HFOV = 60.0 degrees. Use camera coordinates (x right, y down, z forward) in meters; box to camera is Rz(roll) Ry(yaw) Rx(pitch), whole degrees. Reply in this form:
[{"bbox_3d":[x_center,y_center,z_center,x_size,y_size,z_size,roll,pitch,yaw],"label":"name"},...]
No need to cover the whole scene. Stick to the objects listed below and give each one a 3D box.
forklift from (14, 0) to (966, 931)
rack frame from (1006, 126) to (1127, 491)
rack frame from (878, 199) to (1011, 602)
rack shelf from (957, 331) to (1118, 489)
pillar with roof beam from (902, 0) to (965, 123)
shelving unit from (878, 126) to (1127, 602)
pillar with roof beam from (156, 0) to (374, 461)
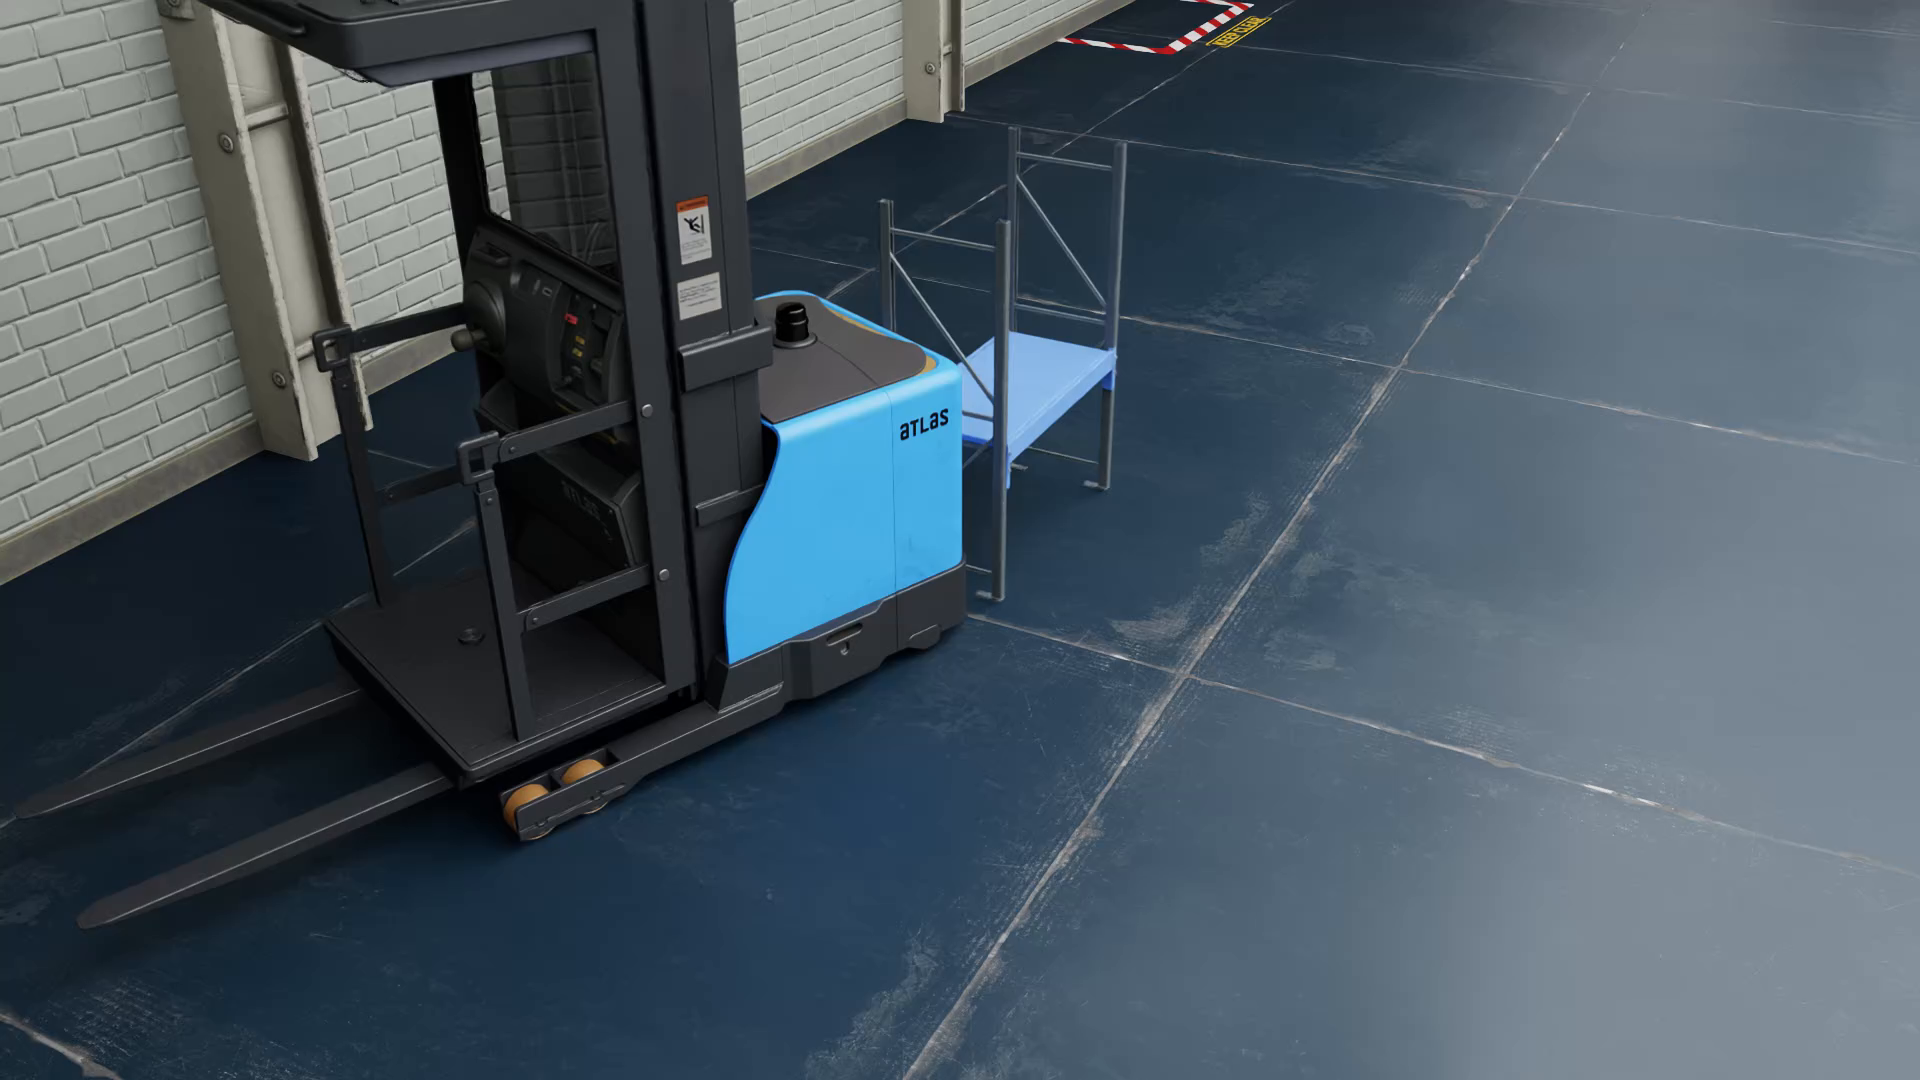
[{"bbox_3d":[-1.428,-0.642,4.926,3.031,2.935,1.130,-23,37,-34],"label":"forklift"},{"bbox_3d":[0.415,-0.926,6.856,0.500,1.500,0.032,15,33,24],"label":"rack frame"},{"bbox_3d":[-0.057,-0.477,6.075,0.500,1.500,0.032,15,33,24],"label":"rack frame"},{"bbox_3d":[0.179,-0.546,6.555,0.538,0.185,1.000,15,33,24],"label":"rack shelf"},{"bbox_3d":[3.643,-6.054,8.257,9.100,9.000,0.400,14,33,23],"label":"pillar with roof beam"},{"bbox_3d":[0.179,-0.702,6.466,0.538,1.500,1.048,15,33,24],"label":"shelving unit"},{"bbox_3d":[0.910,-3.394,3.625,9.100,9.000,0.400,14,33,23],"label":"pillar with roof beam"}]
